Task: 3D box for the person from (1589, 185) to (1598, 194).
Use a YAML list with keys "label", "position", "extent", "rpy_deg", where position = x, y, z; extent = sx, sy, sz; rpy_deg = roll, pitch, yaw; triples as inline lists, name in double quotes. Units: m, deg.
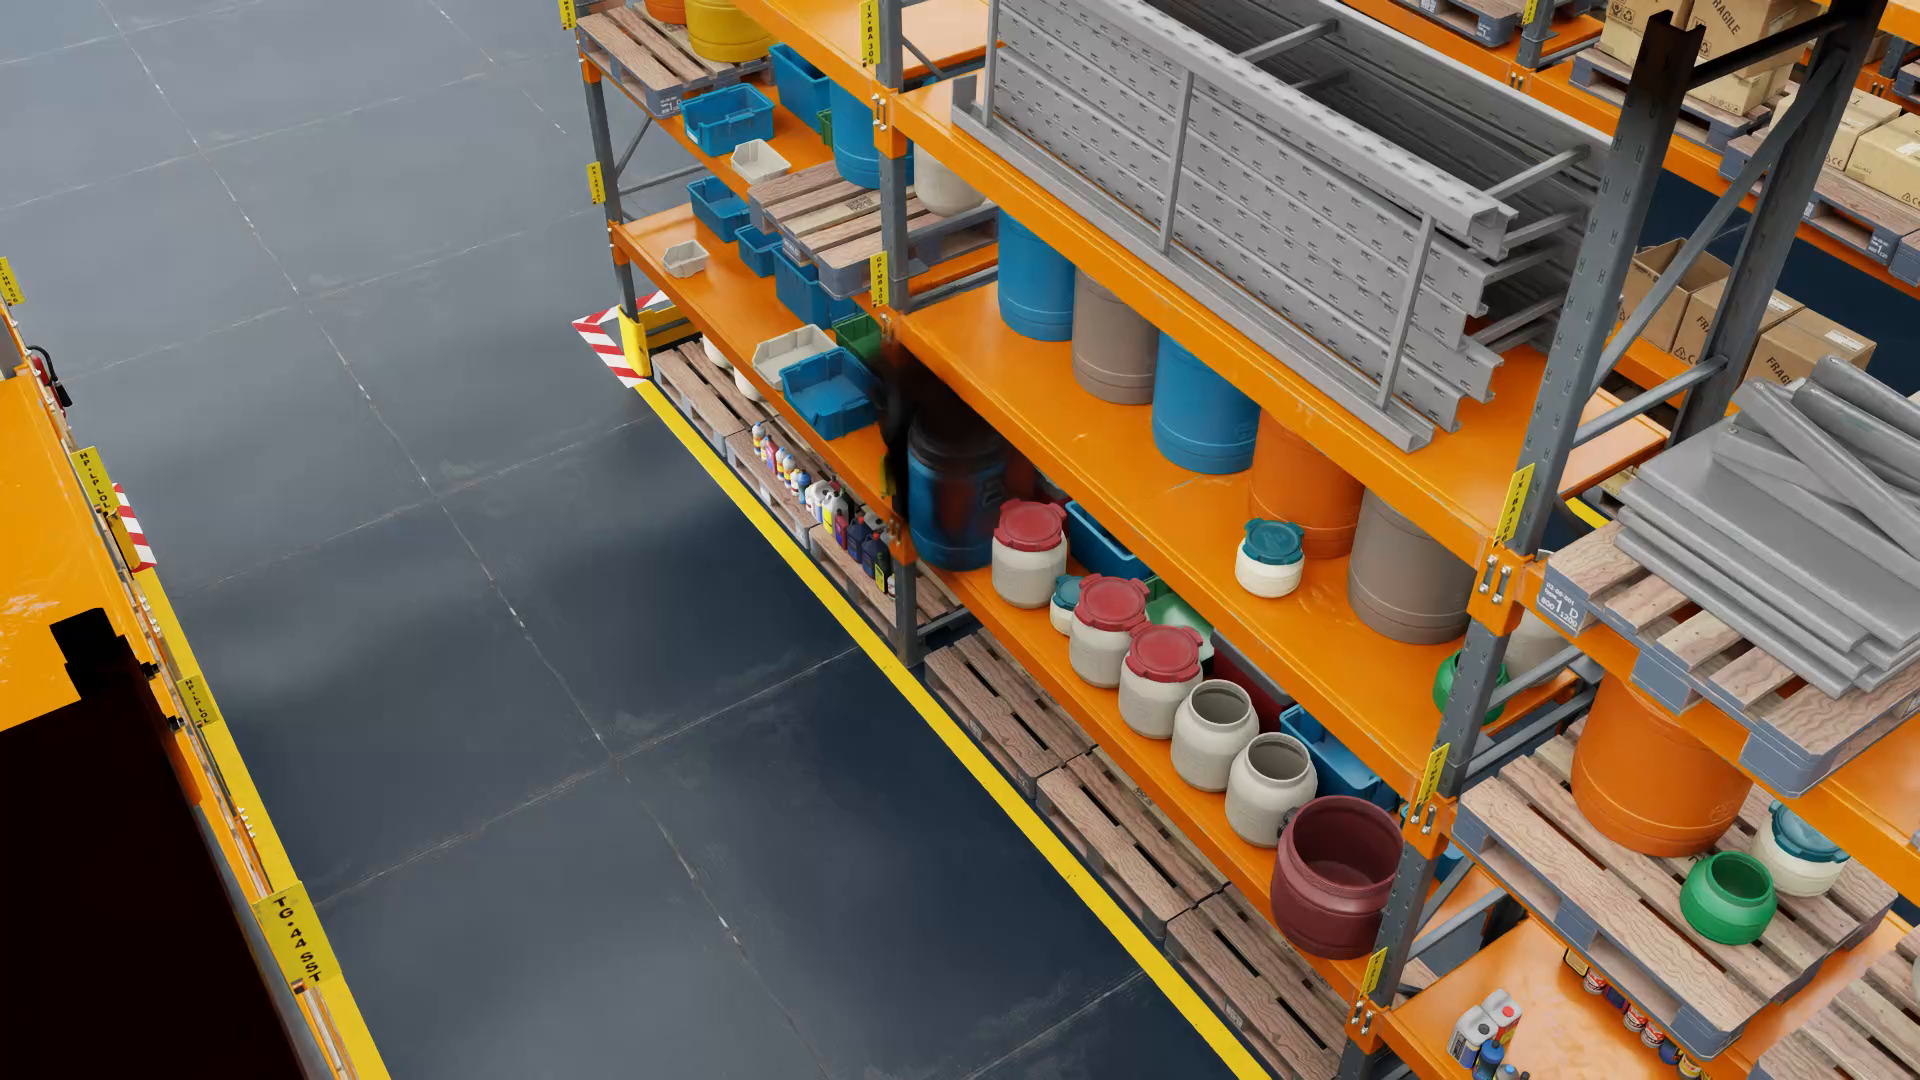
- label: "person"
  position: [5.381, -3.098, 13.927]
  extent: [0.468, 1.717, 0.561]
  rpy_deg: [1, 43, 2]
